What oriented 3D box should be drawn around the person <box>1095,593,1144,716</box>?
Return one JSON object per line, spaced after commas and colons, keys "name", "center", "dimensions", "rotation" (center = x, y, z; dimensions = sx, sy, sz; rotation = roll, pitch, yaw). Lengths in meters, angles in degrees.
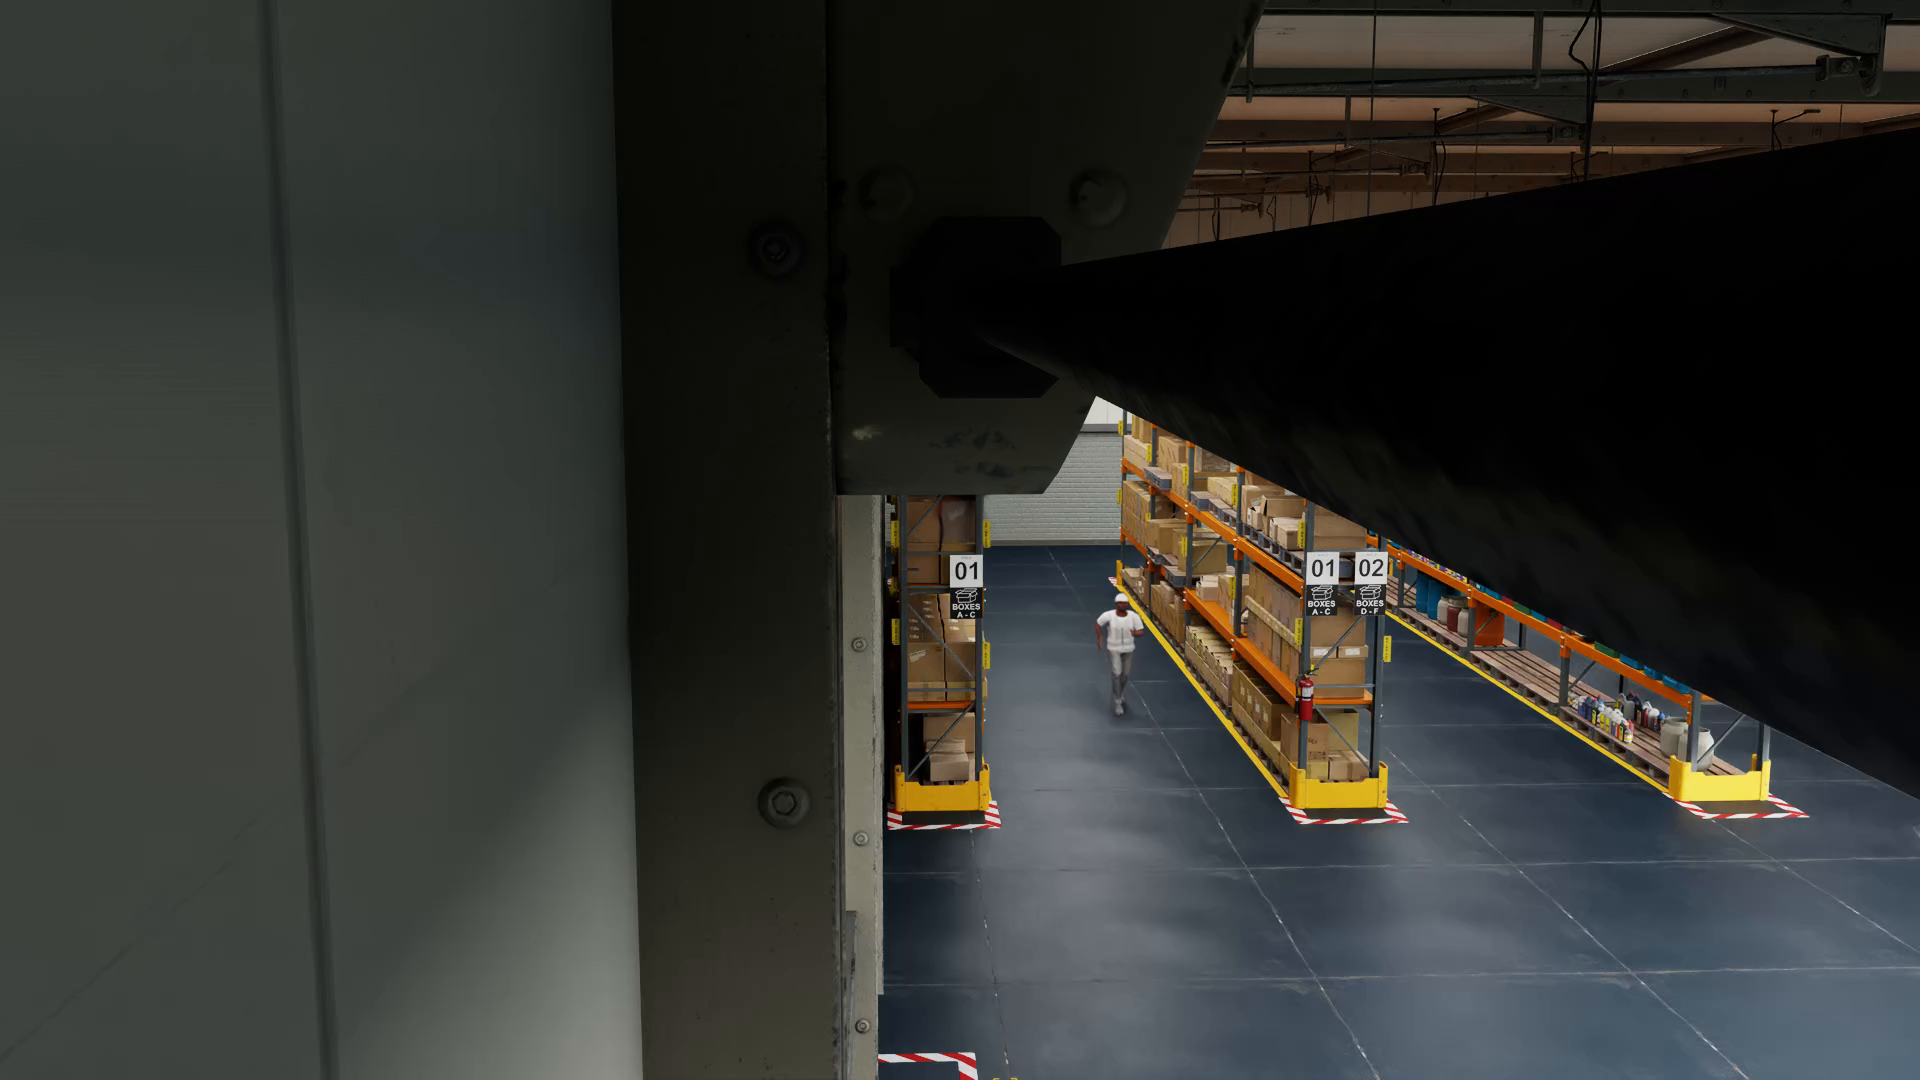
{"name": "person", "center": [2.459, 1.700, 25.428], "dimensions": [0.686, 1.797, 0.880], "rotation": [-1, 9, -9]}
